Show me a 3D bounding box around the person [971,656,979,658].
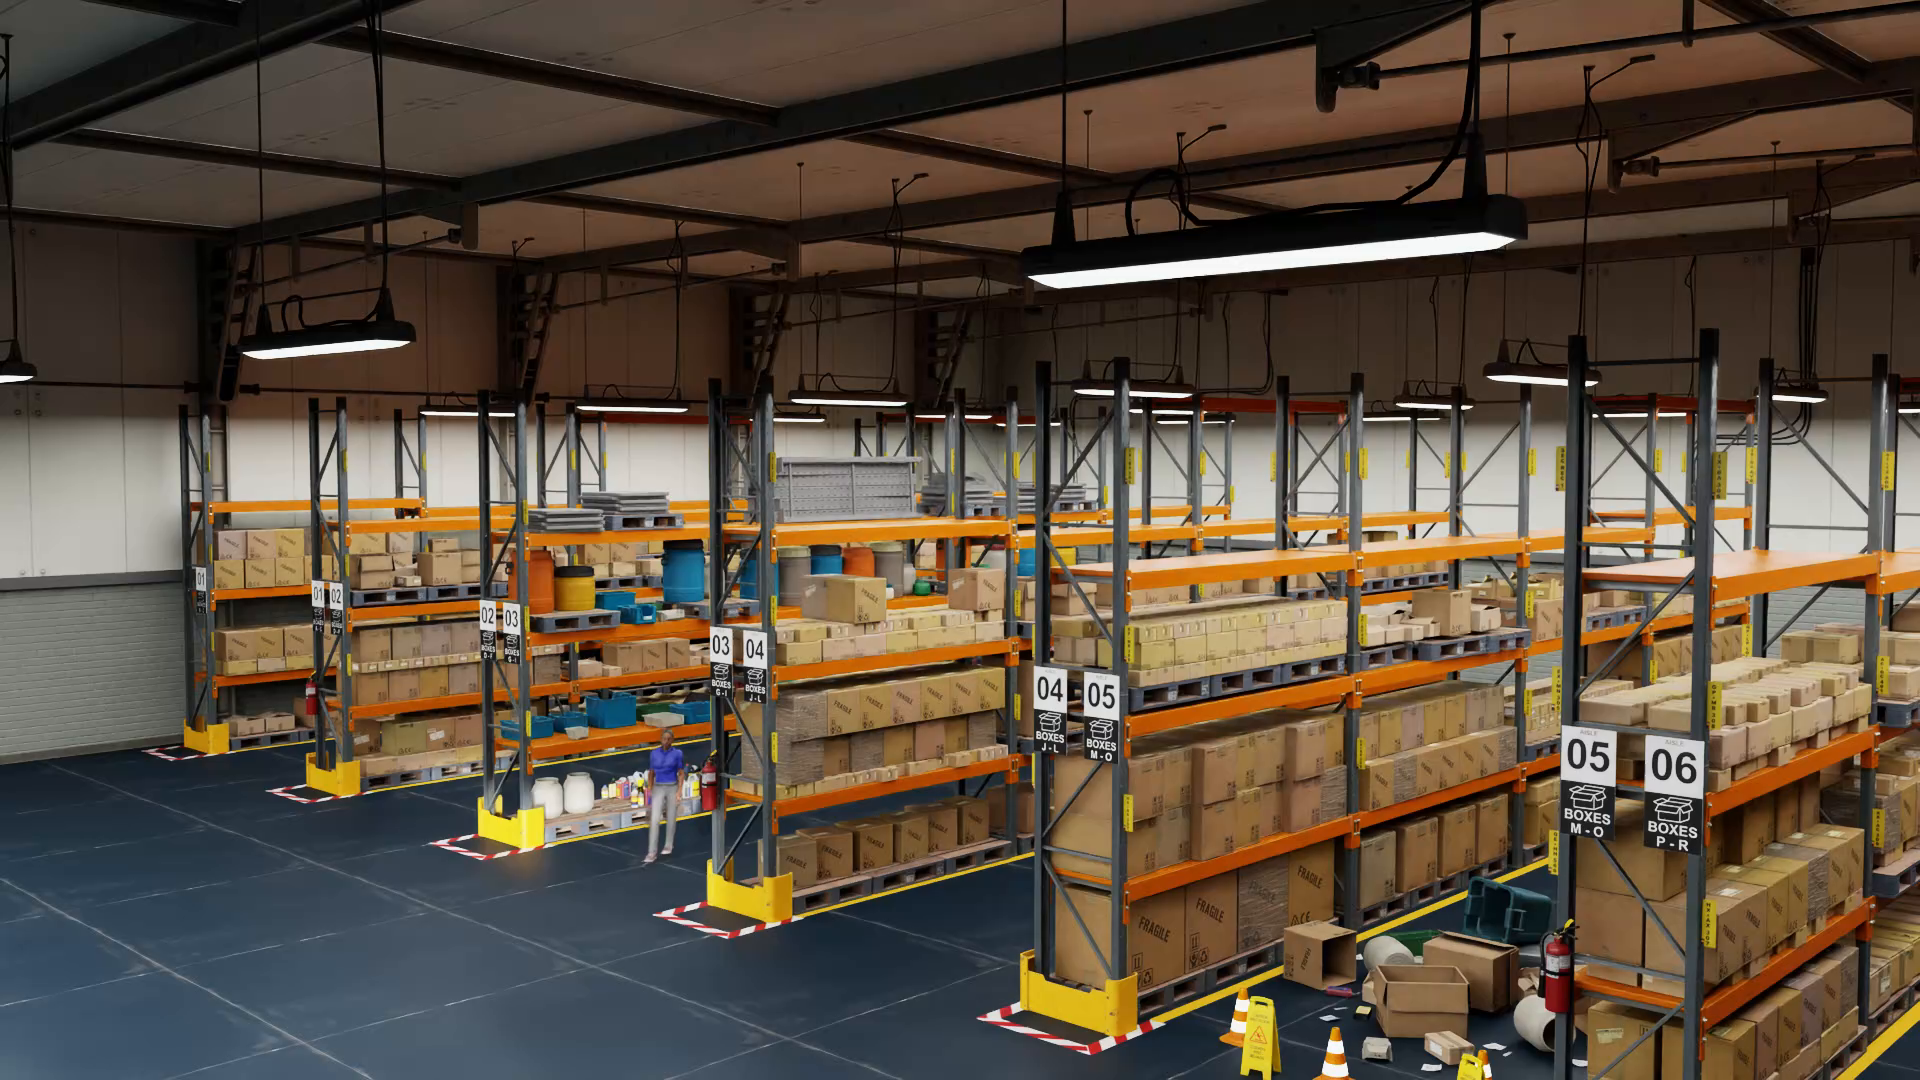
[{"bbox_3d":[0.162,2.141,41.049,0.549,1.719,1.084,3,4,40],"label":"person"}]

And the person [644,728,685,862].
[{"bbox_3d":[-3.759,3.226,21.101,0.527,1.615,0.815,-1,3,-12],"label":"person"}]
